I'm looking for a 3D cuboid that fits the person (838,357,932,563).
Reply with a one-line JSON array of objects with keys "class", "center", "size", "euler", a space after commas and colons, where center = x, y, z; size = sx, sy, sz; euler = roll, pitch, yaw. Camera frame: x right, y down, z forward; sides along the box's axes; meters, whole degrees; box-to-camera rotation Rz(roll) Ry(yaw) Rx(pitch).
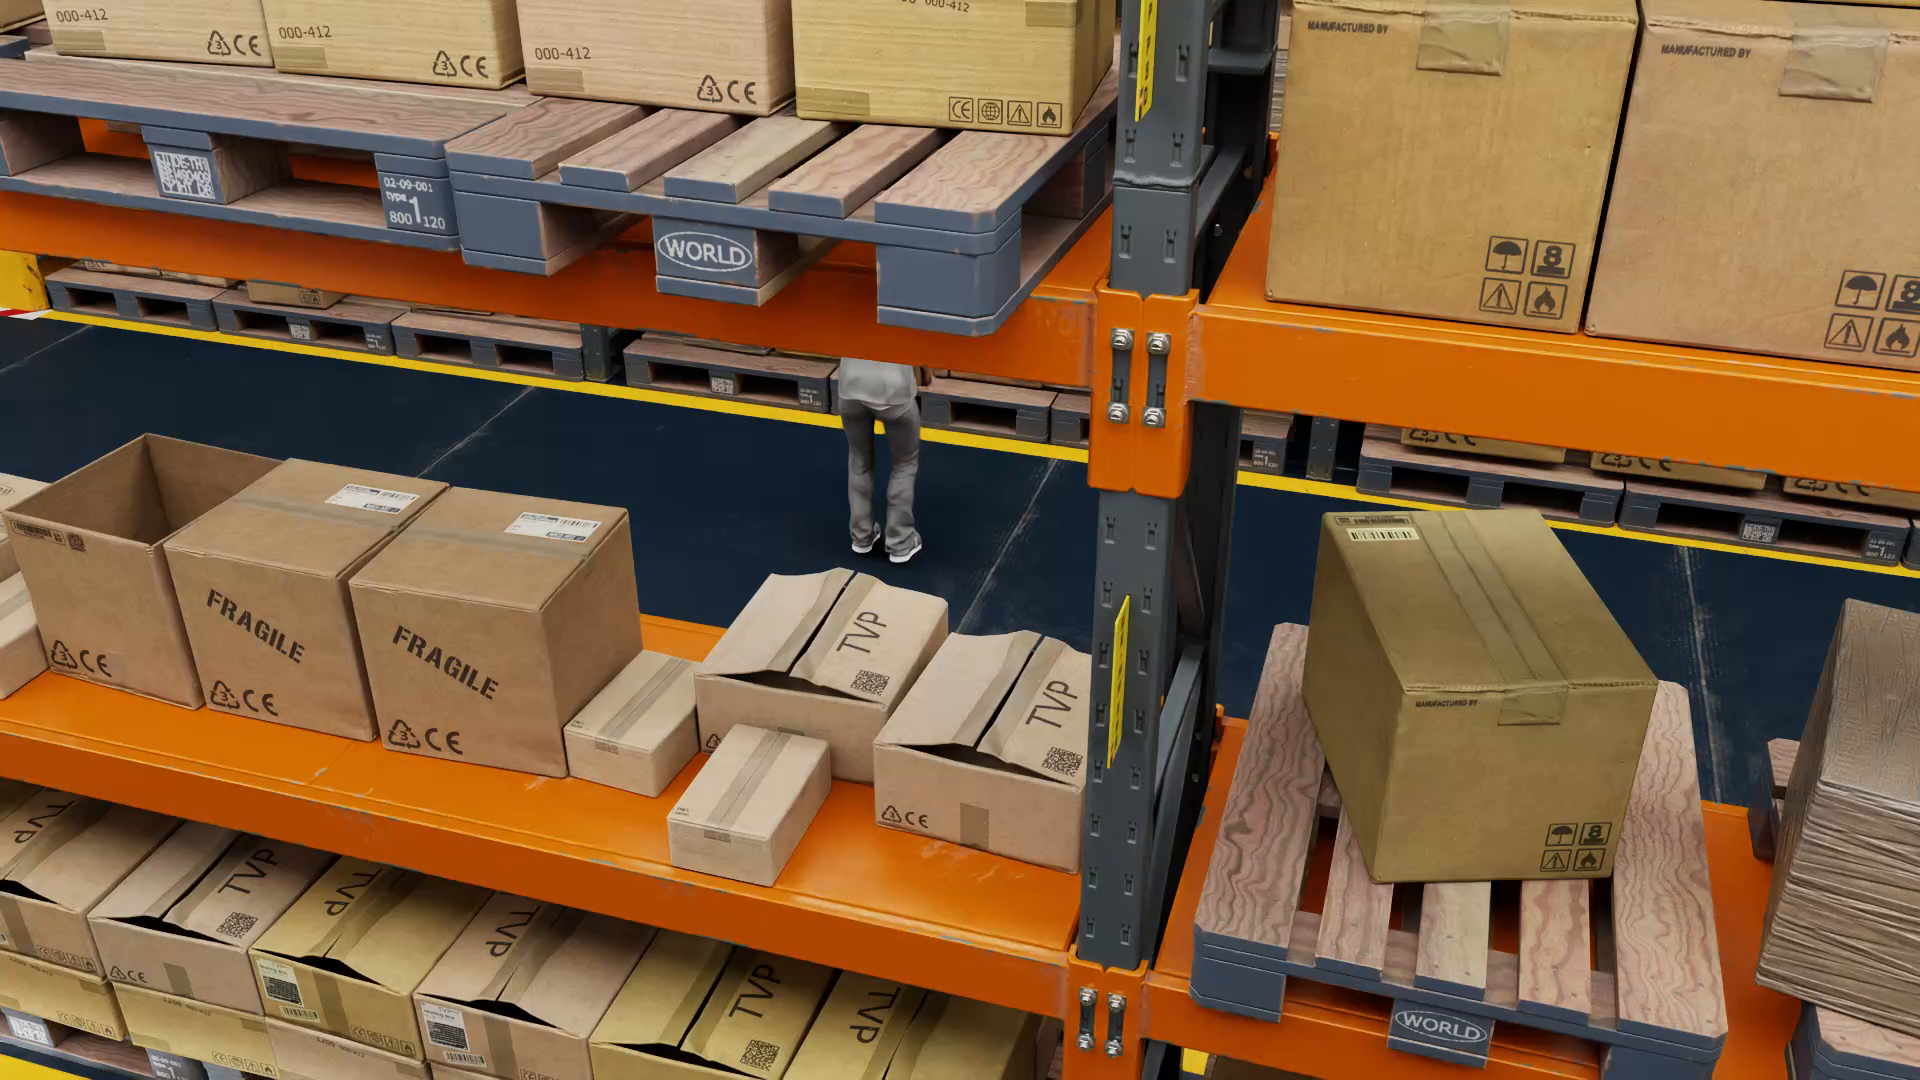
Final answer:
[{"class": "person", "center": [-0.337, -0.668, 7.341], "size": [0.374, 1.577, 0.525], "euler": [8, 31, 14]}]
